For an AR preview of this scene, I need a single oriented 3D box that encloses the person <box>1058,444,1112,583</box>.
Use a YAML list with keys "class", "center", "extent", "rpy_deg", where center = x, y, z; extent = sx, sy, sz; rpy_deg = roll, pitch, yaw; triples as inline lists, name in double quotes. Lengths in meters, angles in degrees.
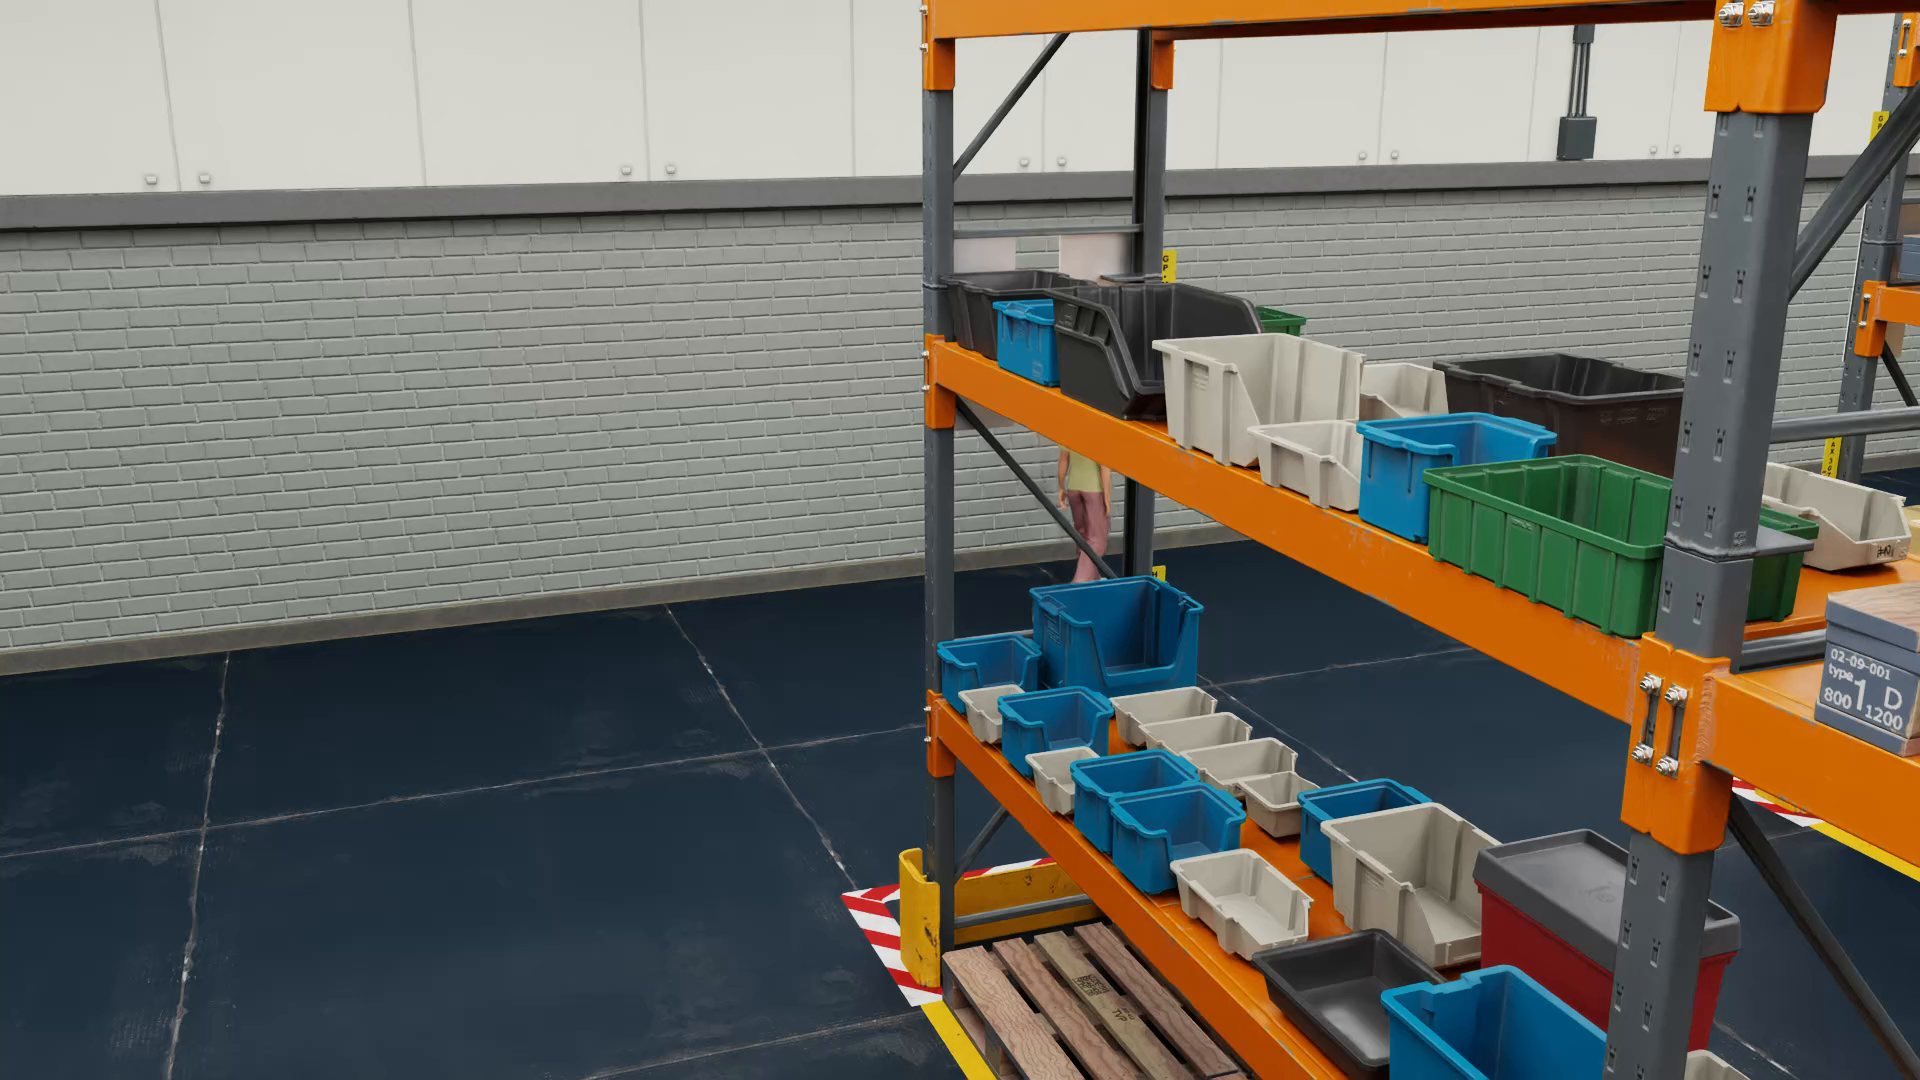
- class: "person"
  center: [0.960, -0.346, 12.242]
  extent: [0.457, 1.662, 0.735]
  rpy_deg: [13, 20, 38]
